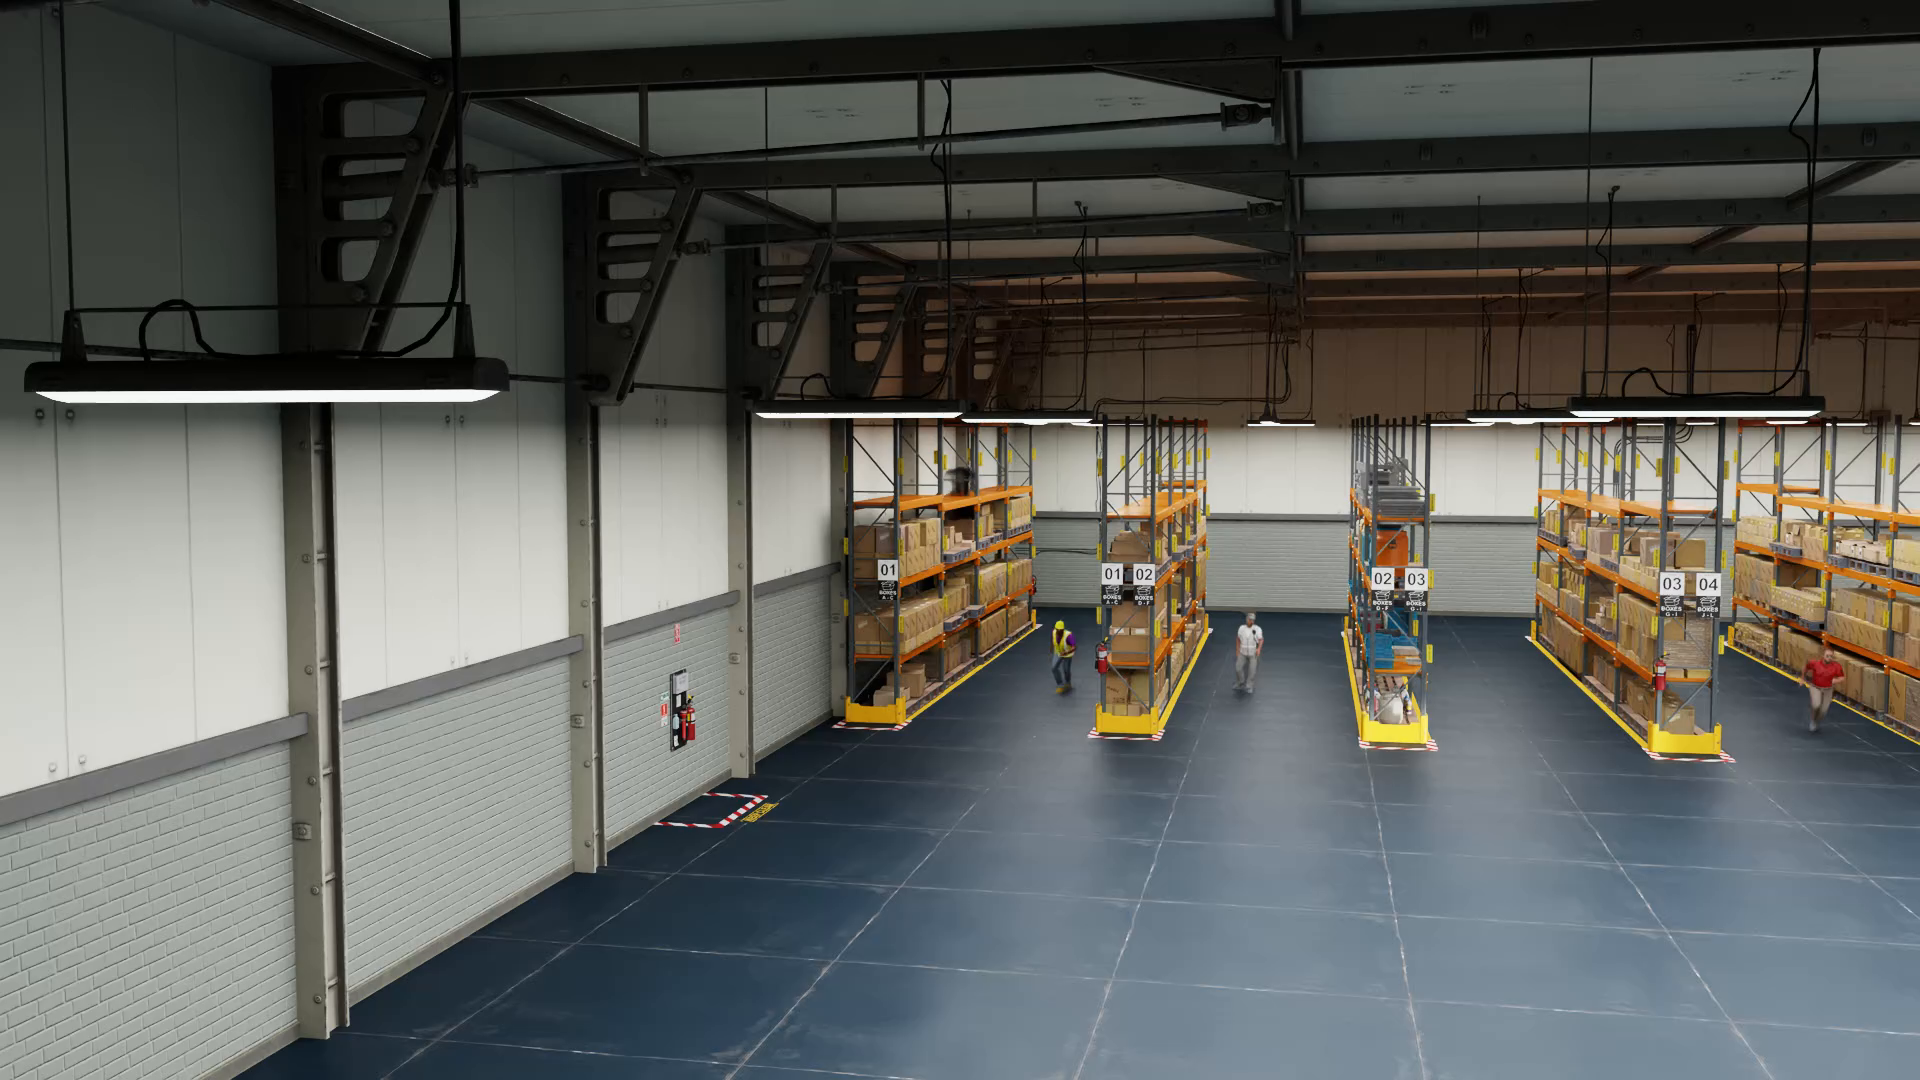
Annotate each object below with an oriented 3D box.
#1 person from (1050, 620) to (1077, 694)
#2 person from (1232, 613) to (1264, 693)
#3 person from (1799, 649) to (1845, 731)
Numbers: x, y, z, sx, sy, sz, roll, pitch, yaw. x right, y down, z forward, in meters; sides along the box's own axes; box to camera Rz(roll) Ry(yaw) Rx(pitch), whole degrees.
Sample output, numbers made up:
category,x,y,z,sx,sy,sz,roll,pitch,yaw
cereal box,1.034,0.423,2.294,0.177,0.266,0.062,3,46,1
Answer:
category,x,y,z,sx,sy,sz,roll,pitch,yaw
person,2.262,2.498,36.129,0.723,1.592,1.080,2,4,23
person,6.225,2.457,36.037,0.704,1.754,0.680,1,4,18
person,16.230,2.825,31.295,0.668,1.593,0.978,1,4,11
